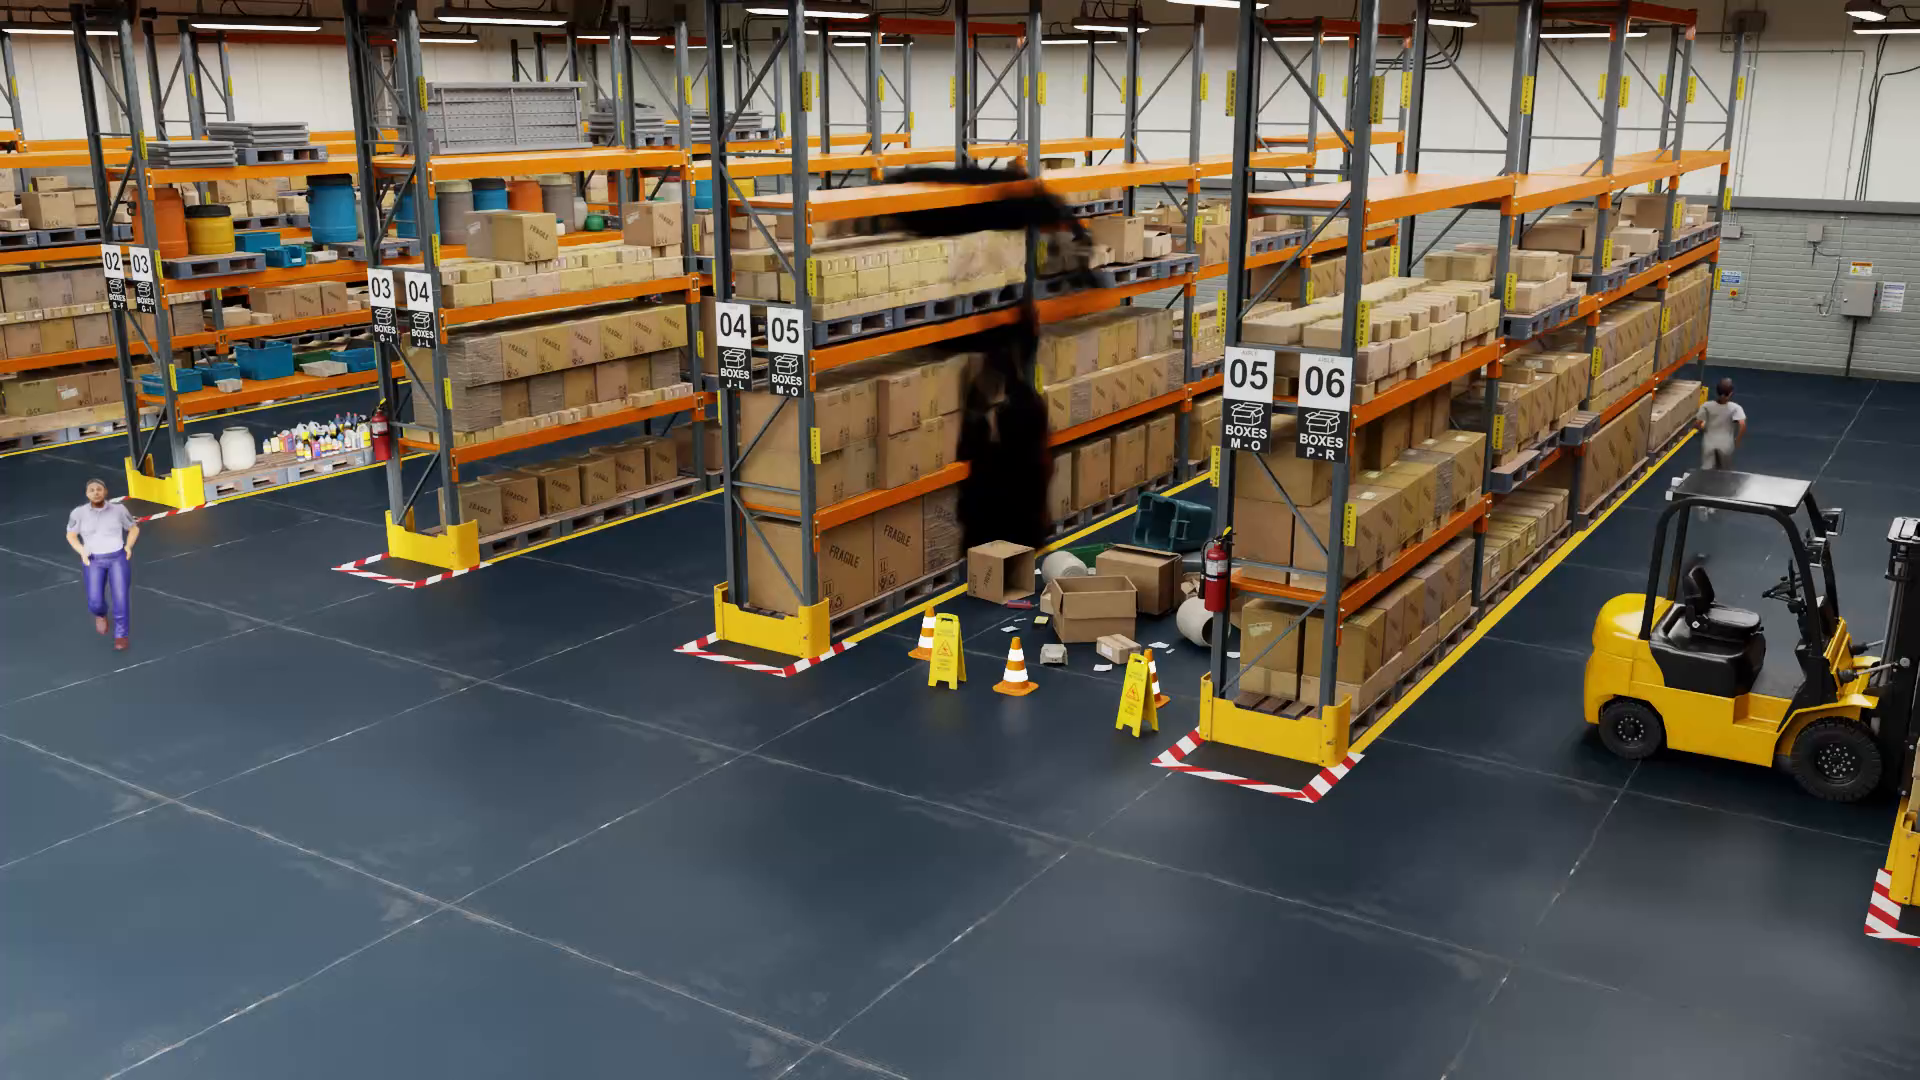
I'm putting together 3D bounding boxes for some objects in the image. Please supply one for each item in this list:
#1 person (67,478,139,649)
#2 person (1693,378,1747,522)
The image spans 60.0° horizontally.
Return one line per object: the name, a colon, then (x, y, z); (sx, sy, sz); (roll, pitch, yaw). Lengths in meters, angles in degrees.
person: (-7.955, 0.203, 15.513); (0.605, 1.591, 0.578); (-8, 17, -26)
person: (8.612, -1.034, 18.905); (0.567, 1.632, 0.806); (9, 18, 29)
